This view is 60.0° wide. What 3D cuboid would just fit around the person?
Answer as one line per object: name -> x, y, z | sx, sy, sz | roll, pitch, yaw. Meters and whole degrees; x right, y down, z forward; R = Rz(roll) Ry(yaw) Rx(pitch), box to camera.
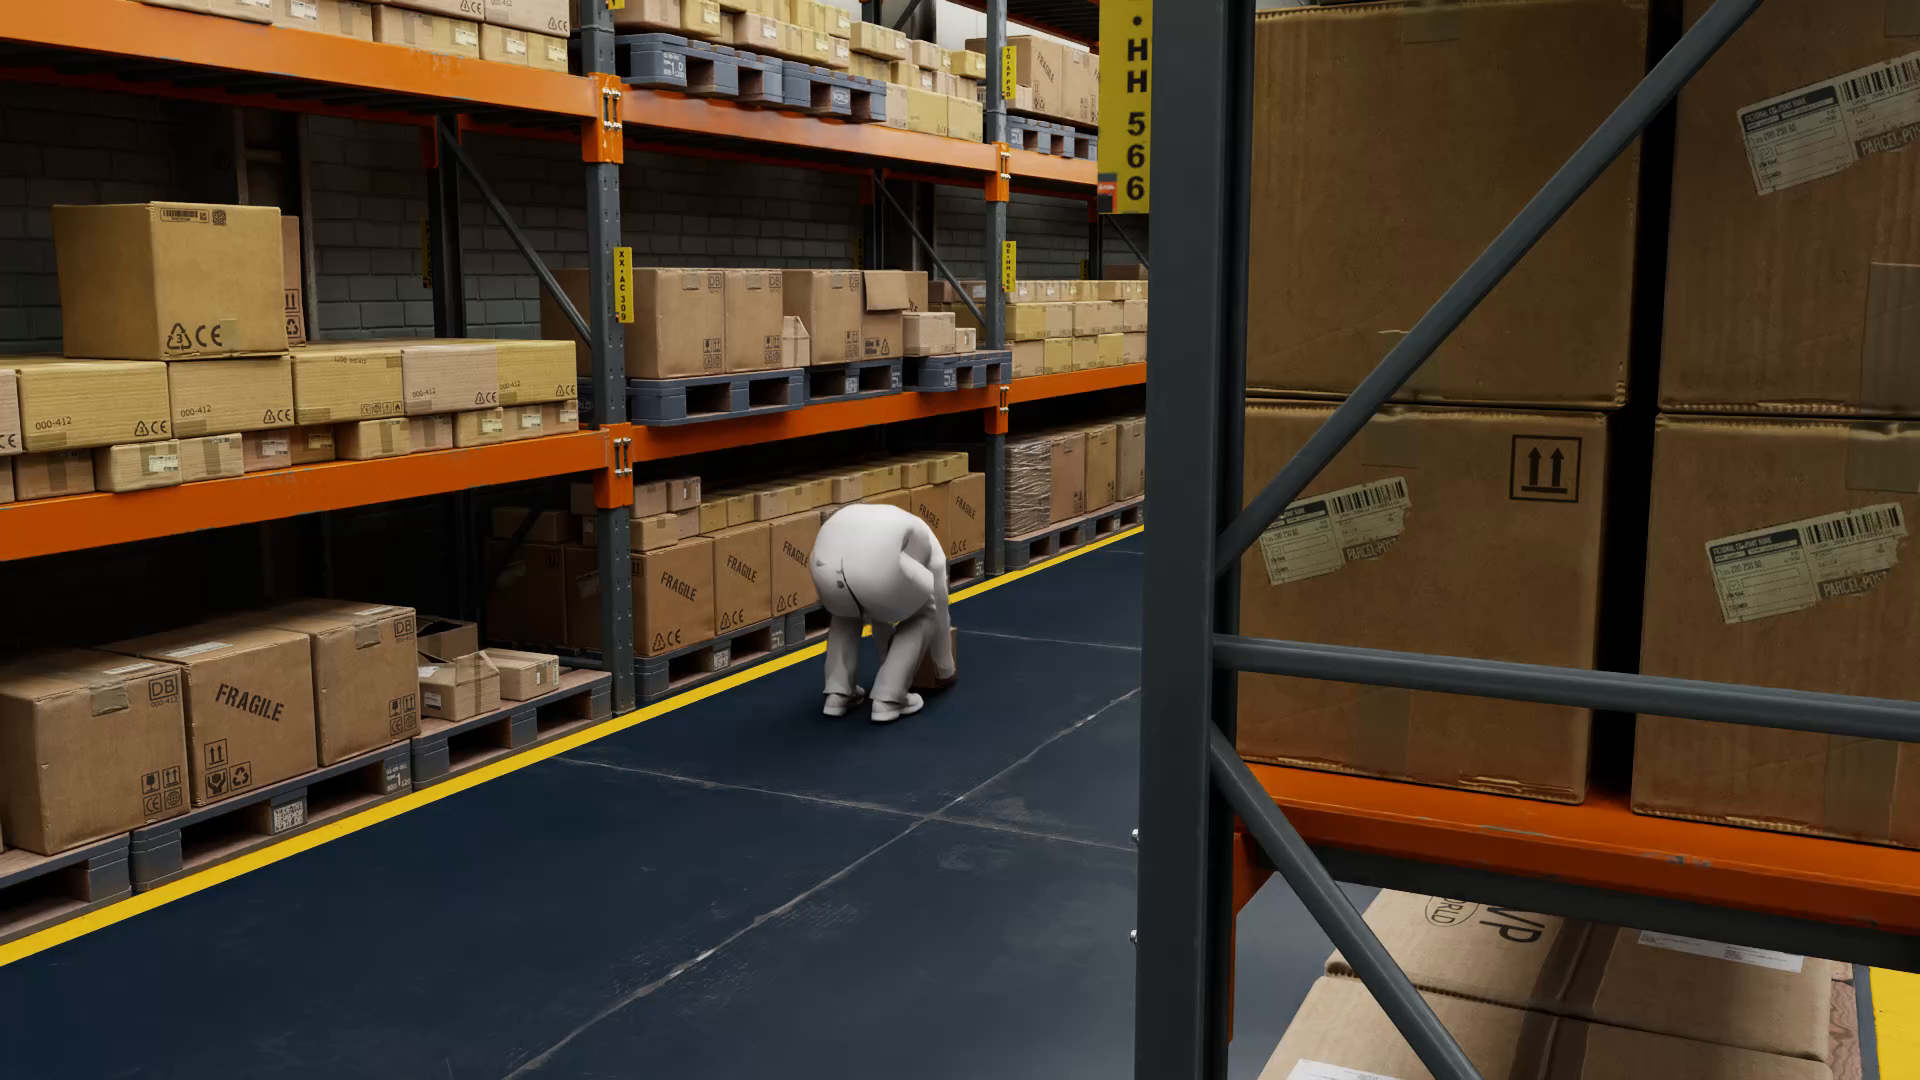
person -> -0.340, 0.286, 7.690 | 0.594, 0.964, 0.952 | 4, 10, 22
